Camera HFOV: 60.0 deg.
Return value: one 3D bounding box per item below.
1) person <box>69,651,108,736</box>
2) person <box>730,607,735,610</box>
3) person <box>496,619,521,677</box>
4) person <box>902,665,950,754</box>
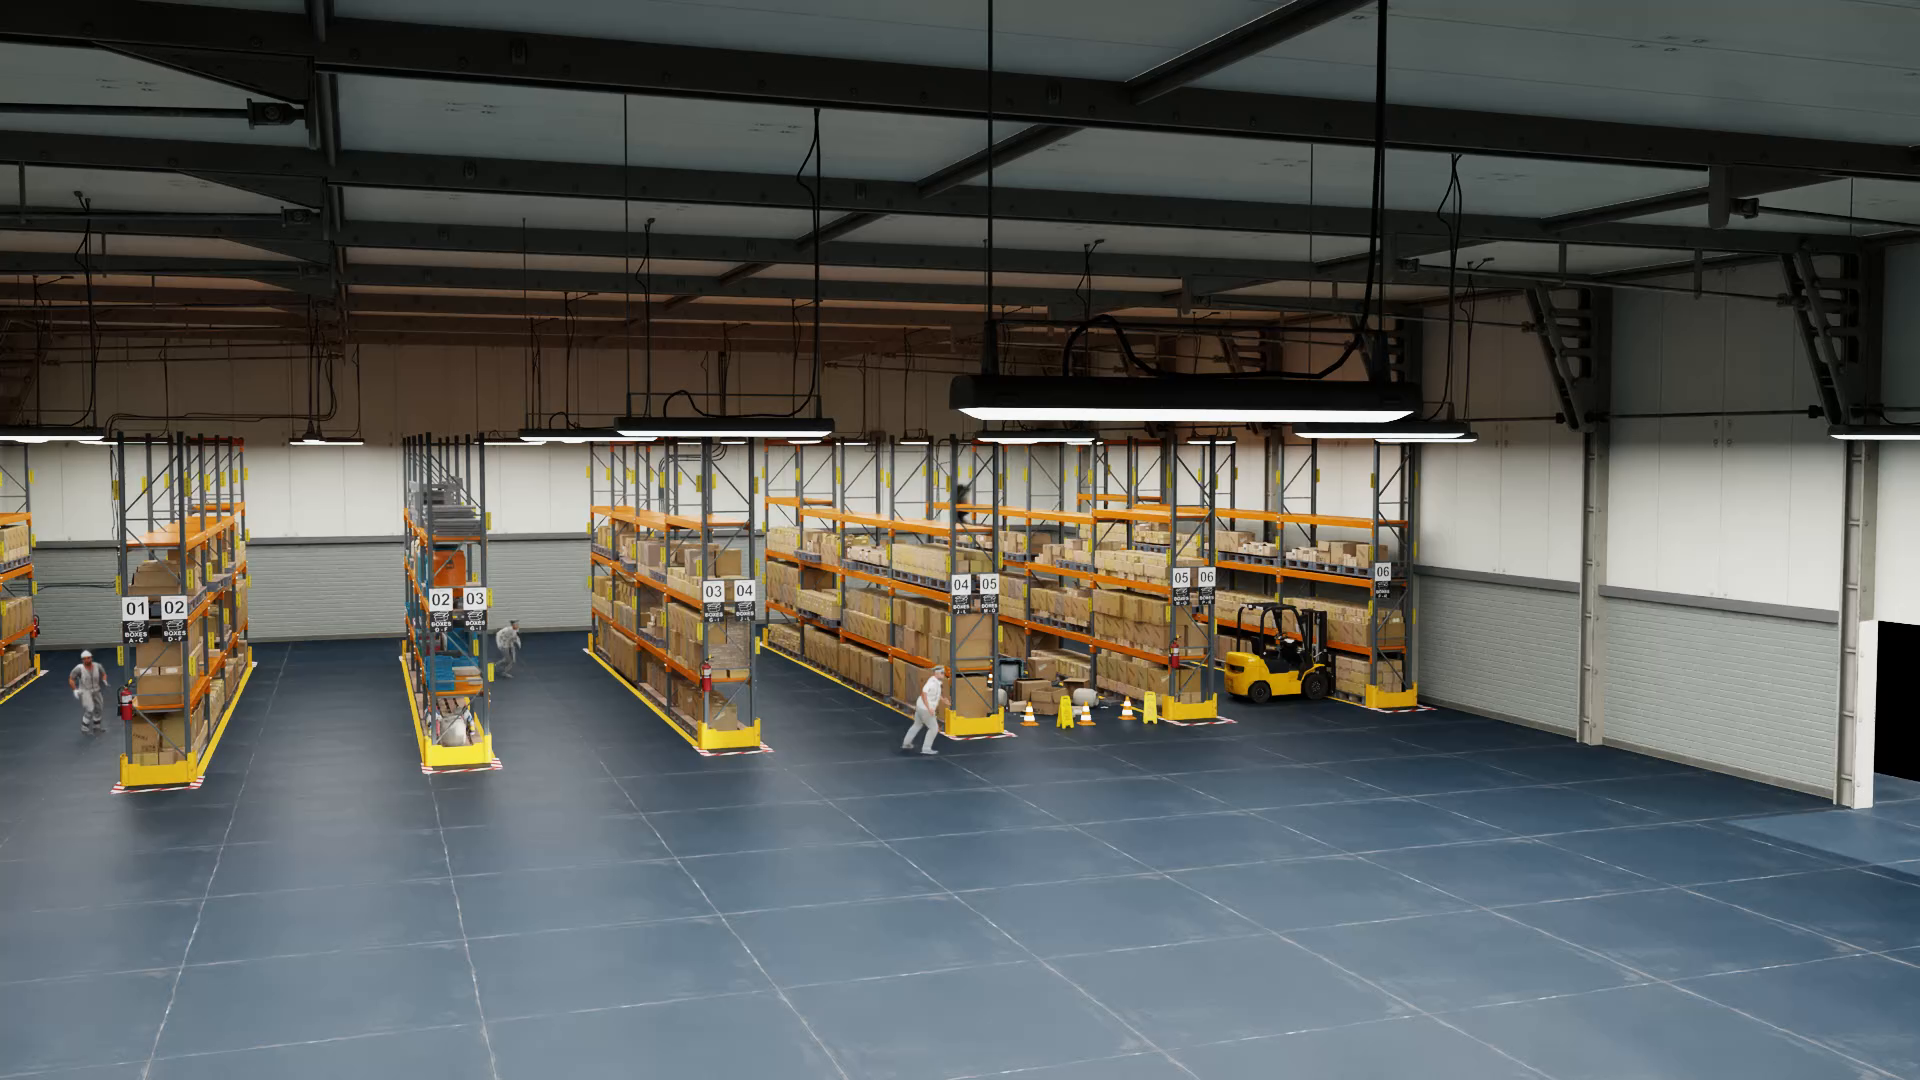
[{"bbox_3d":[-17.328,3.043,33.202,0.742,1.708,0.684,2,4,32],"label":"person"},{"bbox_3d":[-5.991,2.497,43.477,0.600,1.656,0.839,-2,4,-38],"label":"person"},{"bbox_3d":[-11.288,2.698,41.439,0.819,1.483,0.641,3,4,41],"label":"person"},{"bbox_3d":[-0.628,3.166,31.179,0.917,1.683,0.722,0,3,-5],"label":"person"}]
